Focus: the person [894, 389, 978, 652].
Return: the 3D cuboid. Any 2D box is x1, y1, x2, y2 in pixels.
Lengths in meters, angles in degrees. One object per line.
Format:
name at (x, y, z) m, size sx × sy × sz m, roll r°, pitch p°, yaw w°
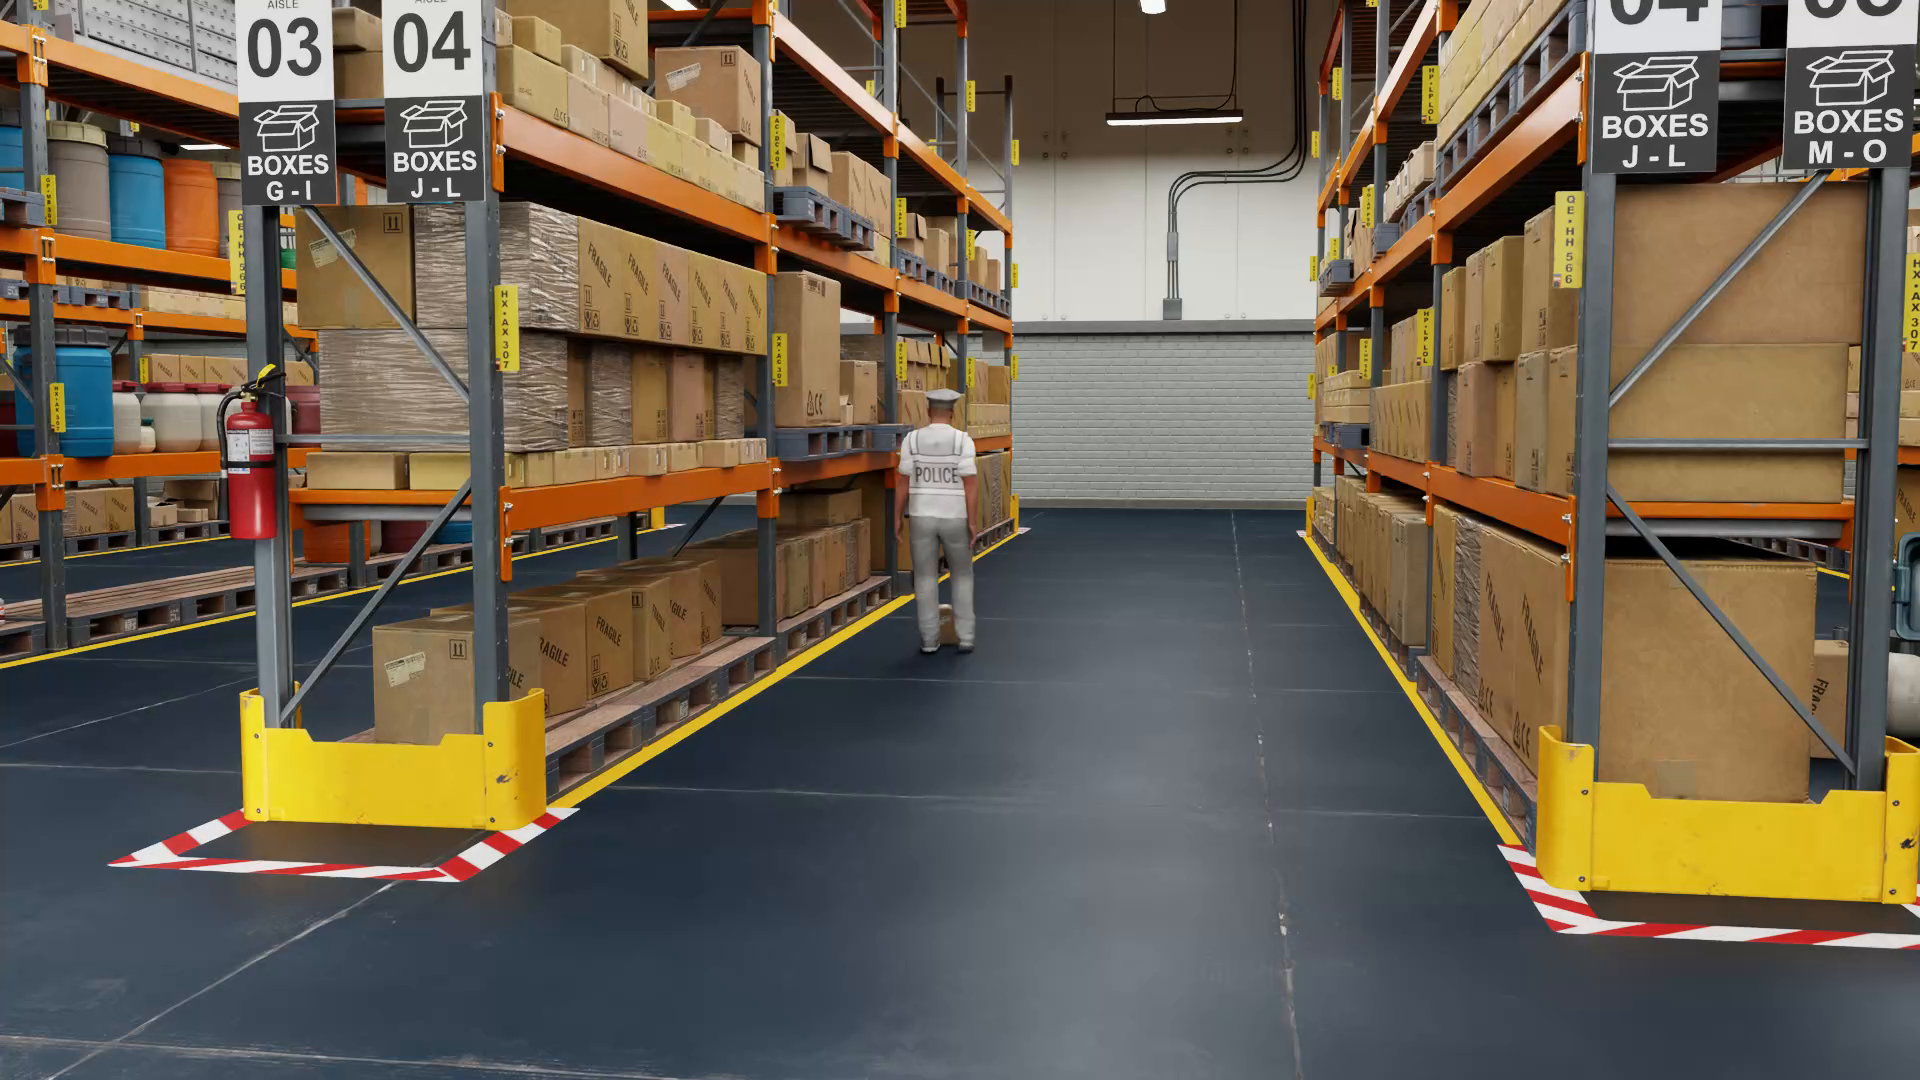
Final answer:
person at (-0.156, -0.102, 11.175) m, size 0.575 × 1.823 × 0.511 m, roll 0°, pitch 4°, yaw 4°
